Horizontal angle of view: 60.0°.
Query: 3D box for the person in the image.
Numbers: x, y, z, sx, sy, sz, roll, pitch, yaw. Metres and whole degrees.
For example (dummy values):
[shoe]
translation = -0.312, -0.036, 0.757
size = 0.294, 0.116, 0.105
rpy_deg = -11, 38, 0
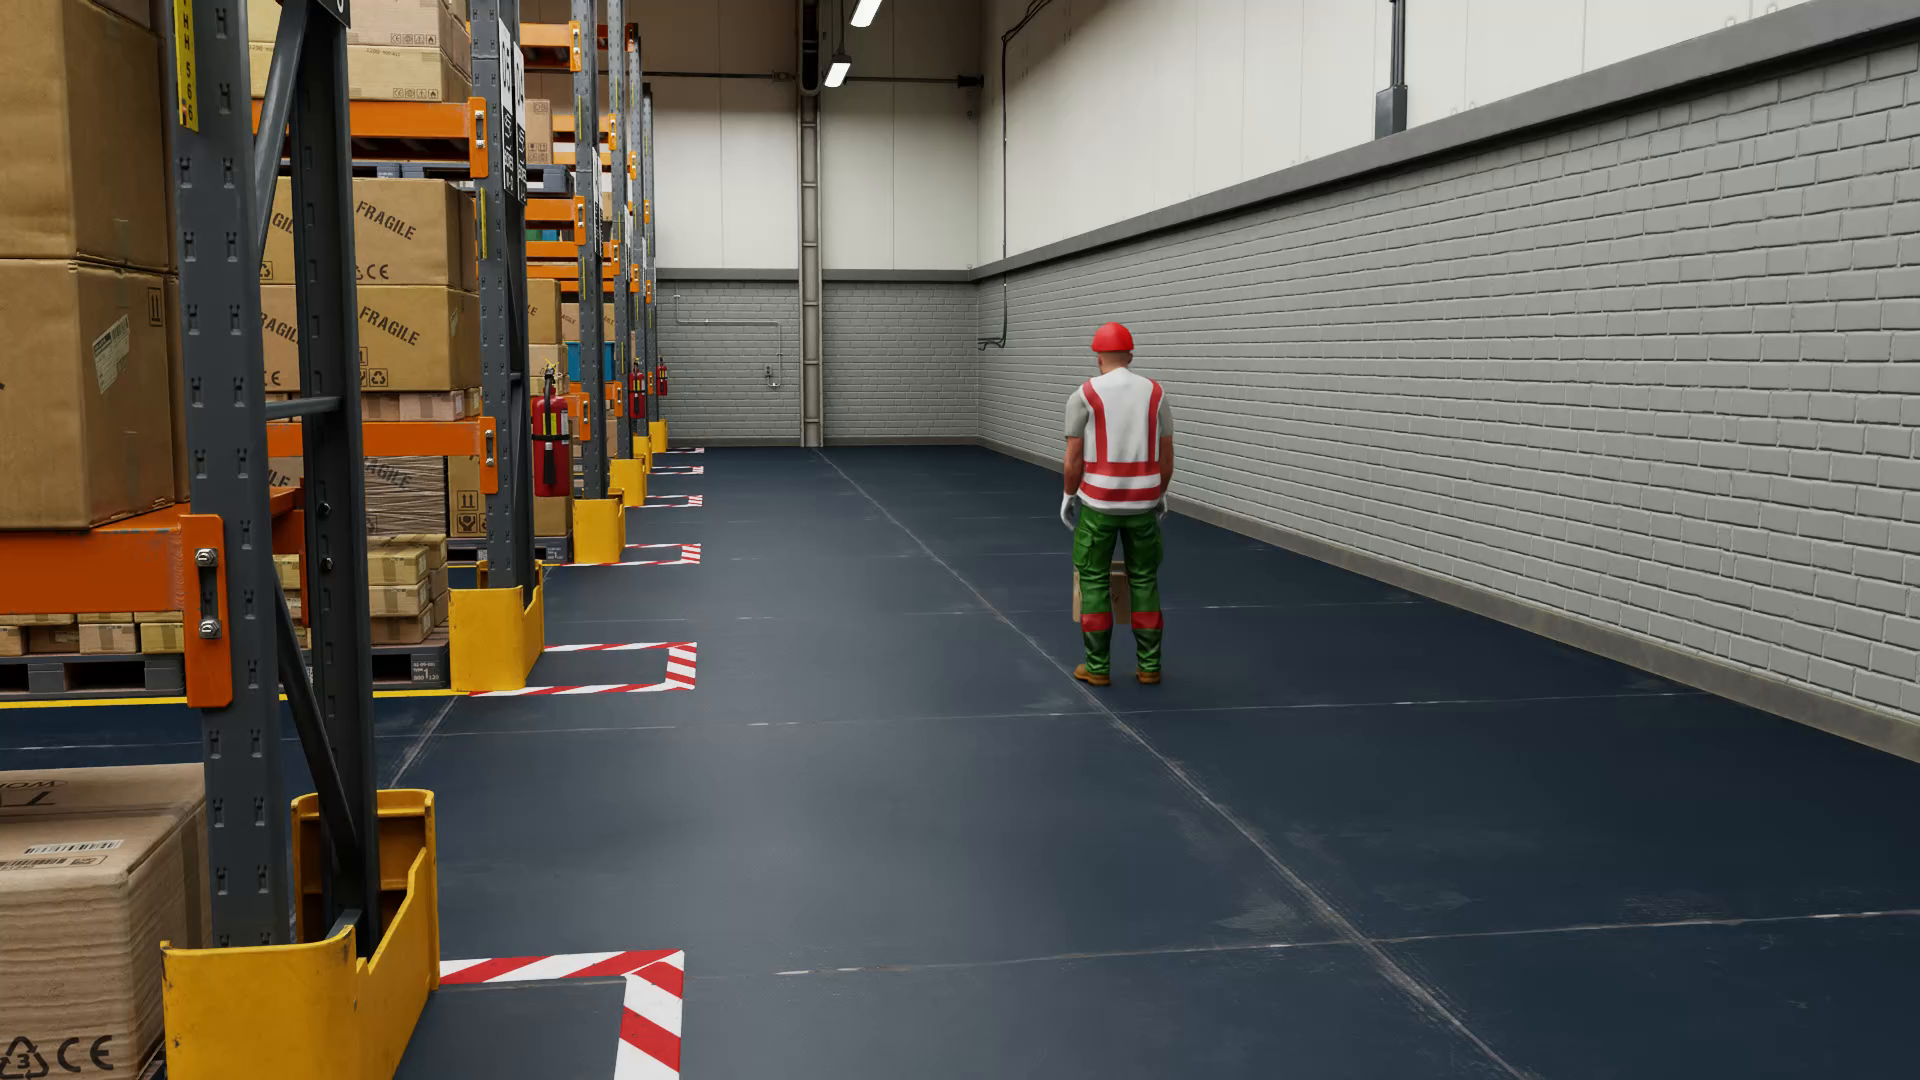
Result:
[person]
translation = 0.775, -0.177, 8.206
size = 0.558, 1.783, 0.427
rpy_deg = -1, 7, -10
